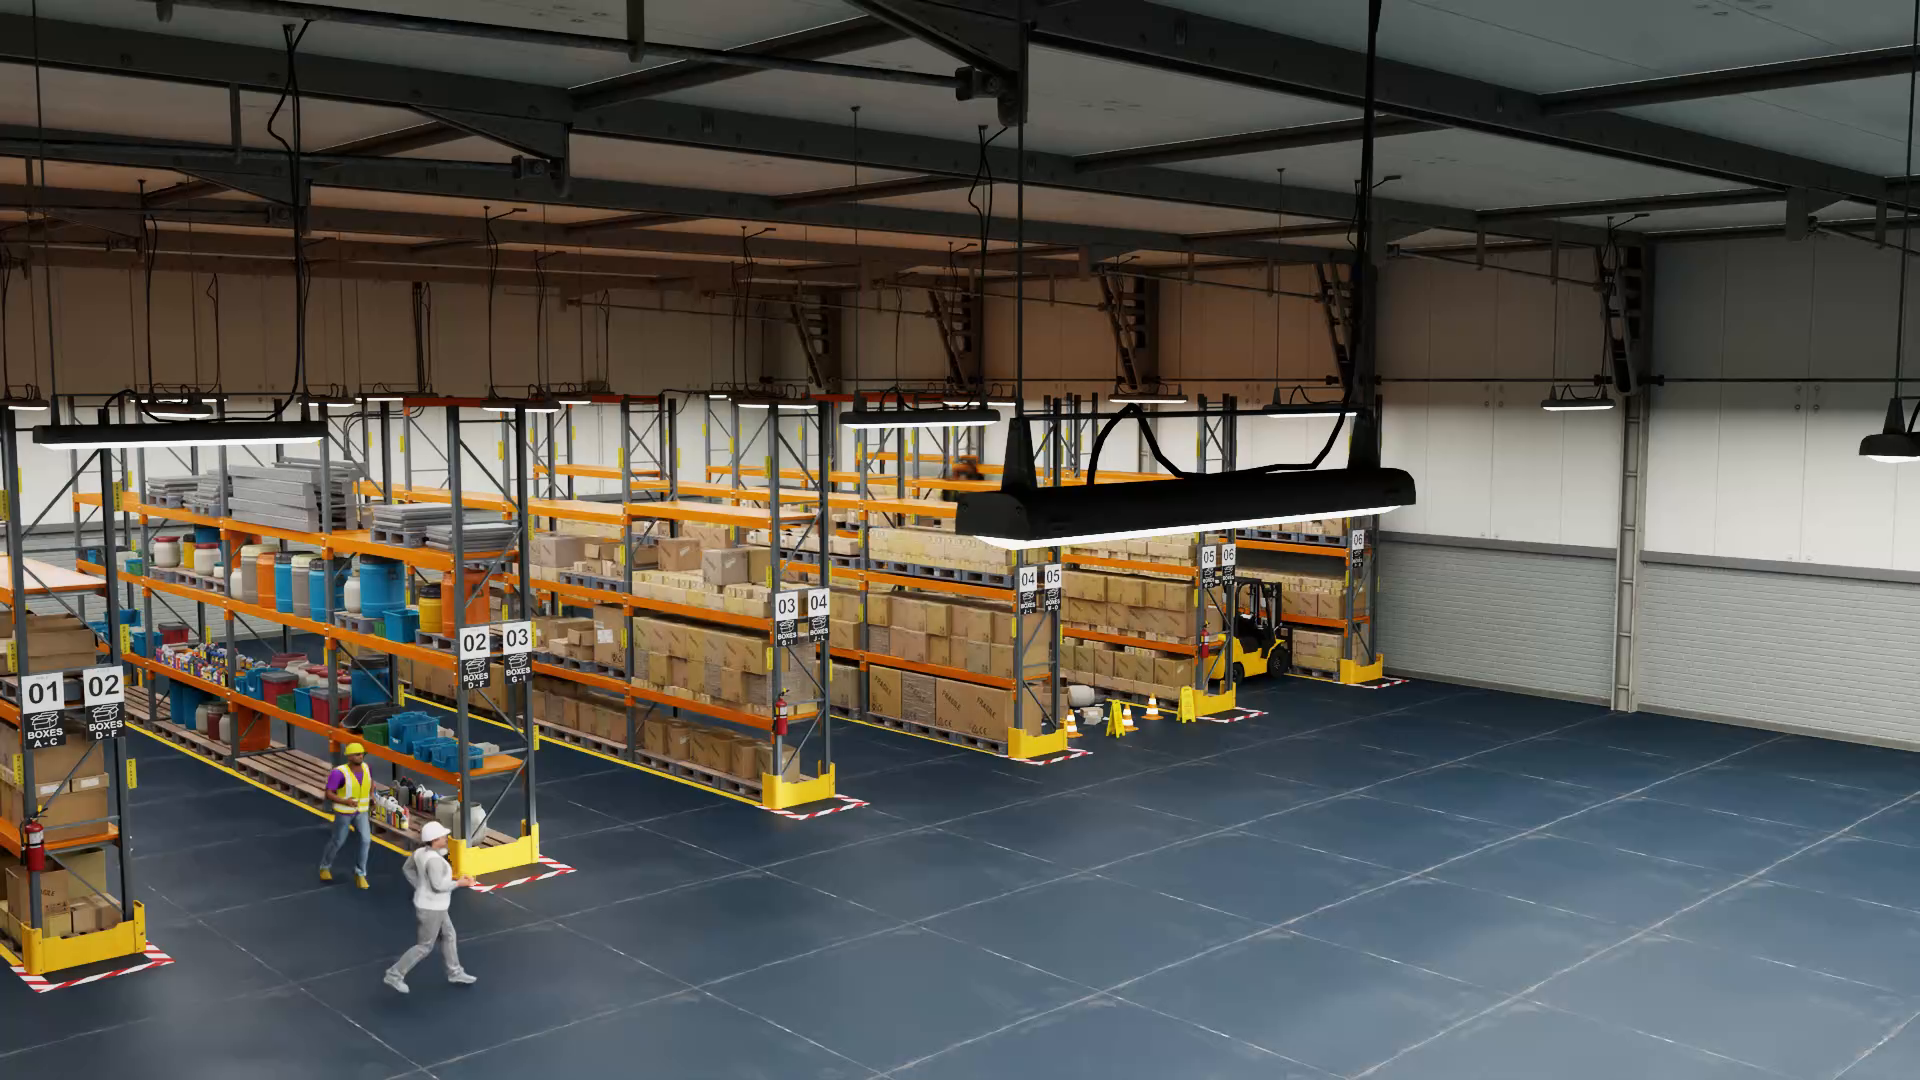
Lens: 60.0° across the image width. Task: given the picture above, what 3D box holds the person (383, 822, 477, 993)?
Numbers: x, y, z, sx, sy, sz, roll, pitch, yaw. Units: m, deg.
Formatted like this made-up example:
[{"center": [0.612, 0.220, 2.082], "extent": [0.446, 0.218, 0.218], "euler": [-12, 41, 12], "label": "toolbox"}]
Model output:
[{"center": [-5.461, 3.781, 17.126], "extent": [0.931, 1.776, 0.632], "euler": [-3, 6, -26], "label": "person"}]

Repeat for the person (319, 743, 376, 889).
[{"center": [-7.634, 3.448, 20.902], "extent": [0.751, 1.834, 0.749], "euler": [5, 7, 41], "label": "person"}]

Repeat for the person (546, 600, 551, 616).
[{"center": [-10.040, 1.494, 41.055], "extent": [0.723, 1.801, 0.598], "euler": [5, 8, 43], "label": "person"}]
